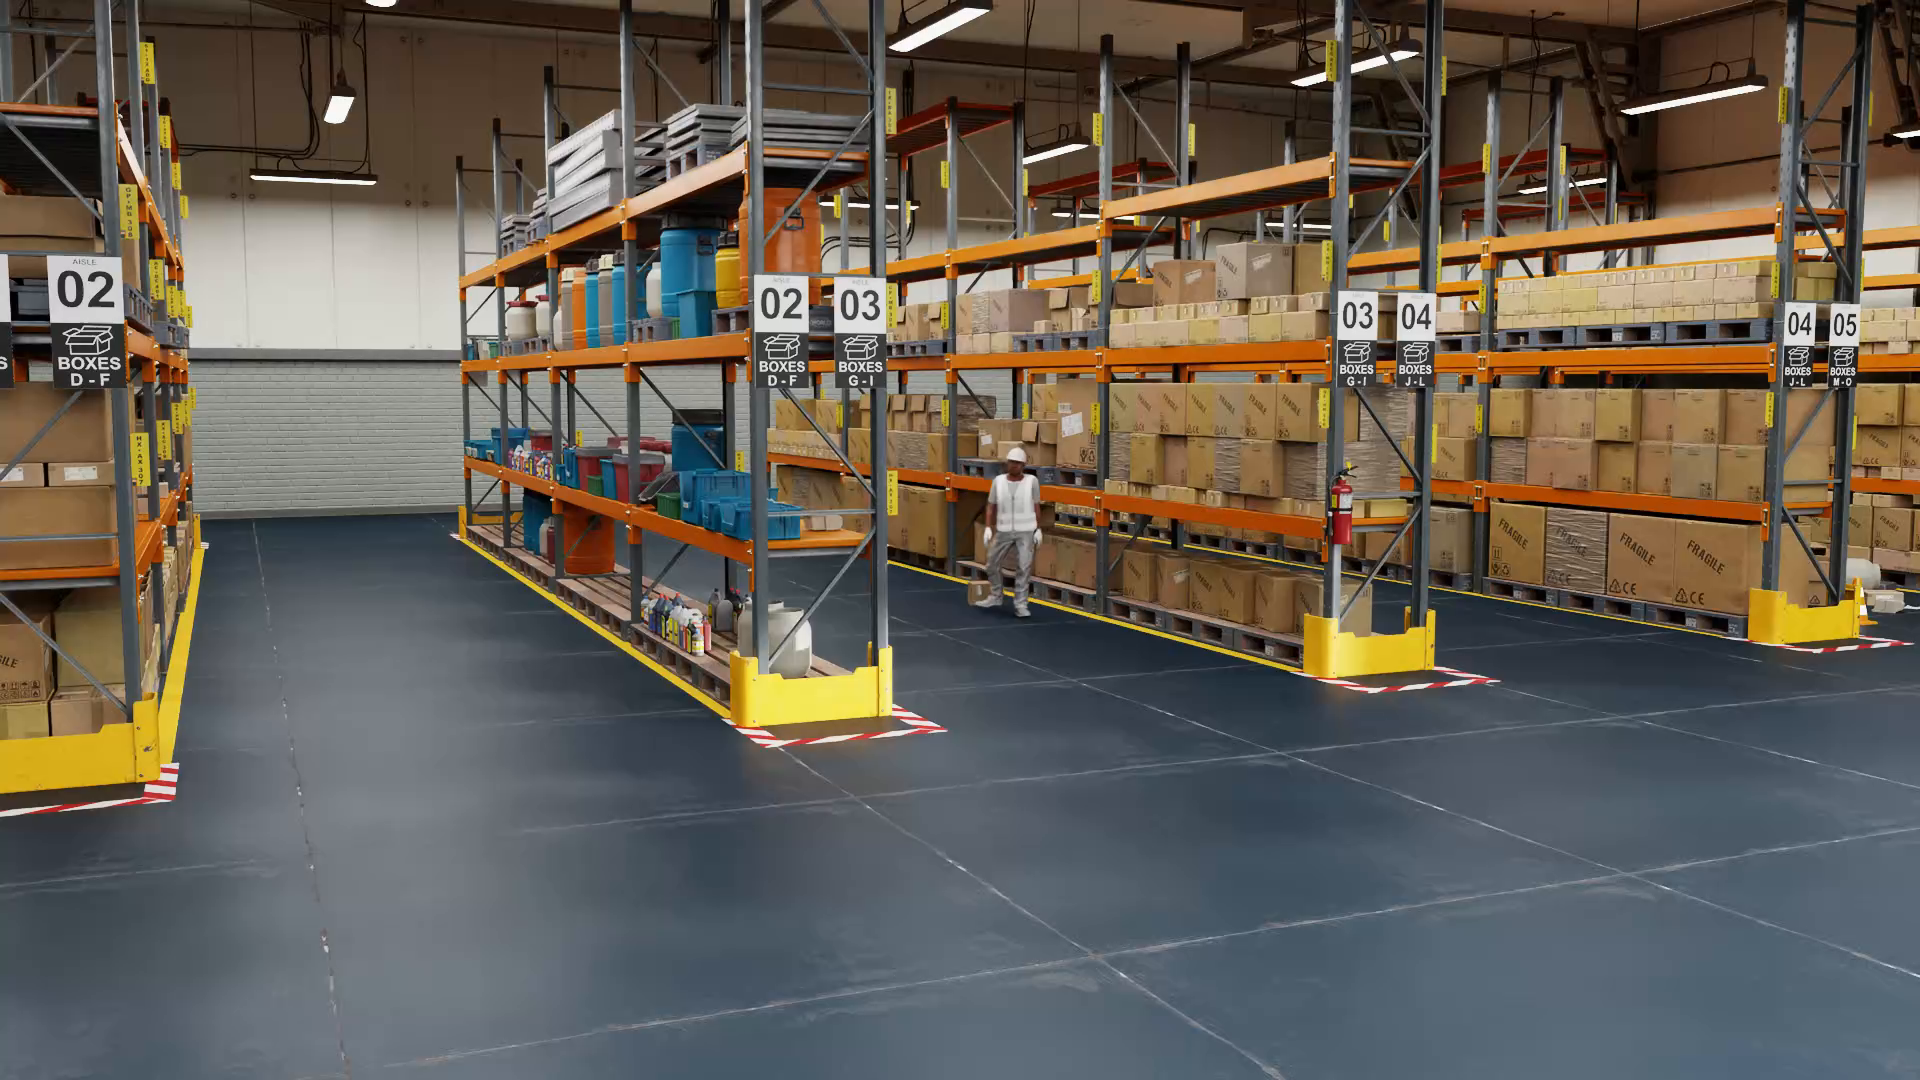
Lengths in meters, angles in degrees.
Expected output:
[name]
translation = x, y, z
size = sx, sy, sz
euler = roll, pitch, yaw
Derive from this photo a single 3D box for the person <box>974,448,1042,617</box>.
[person]
translation = 0.488, -0.089, 17.509
size = 0.747, 1.775, 0.518
euler = 1, 5, 13
